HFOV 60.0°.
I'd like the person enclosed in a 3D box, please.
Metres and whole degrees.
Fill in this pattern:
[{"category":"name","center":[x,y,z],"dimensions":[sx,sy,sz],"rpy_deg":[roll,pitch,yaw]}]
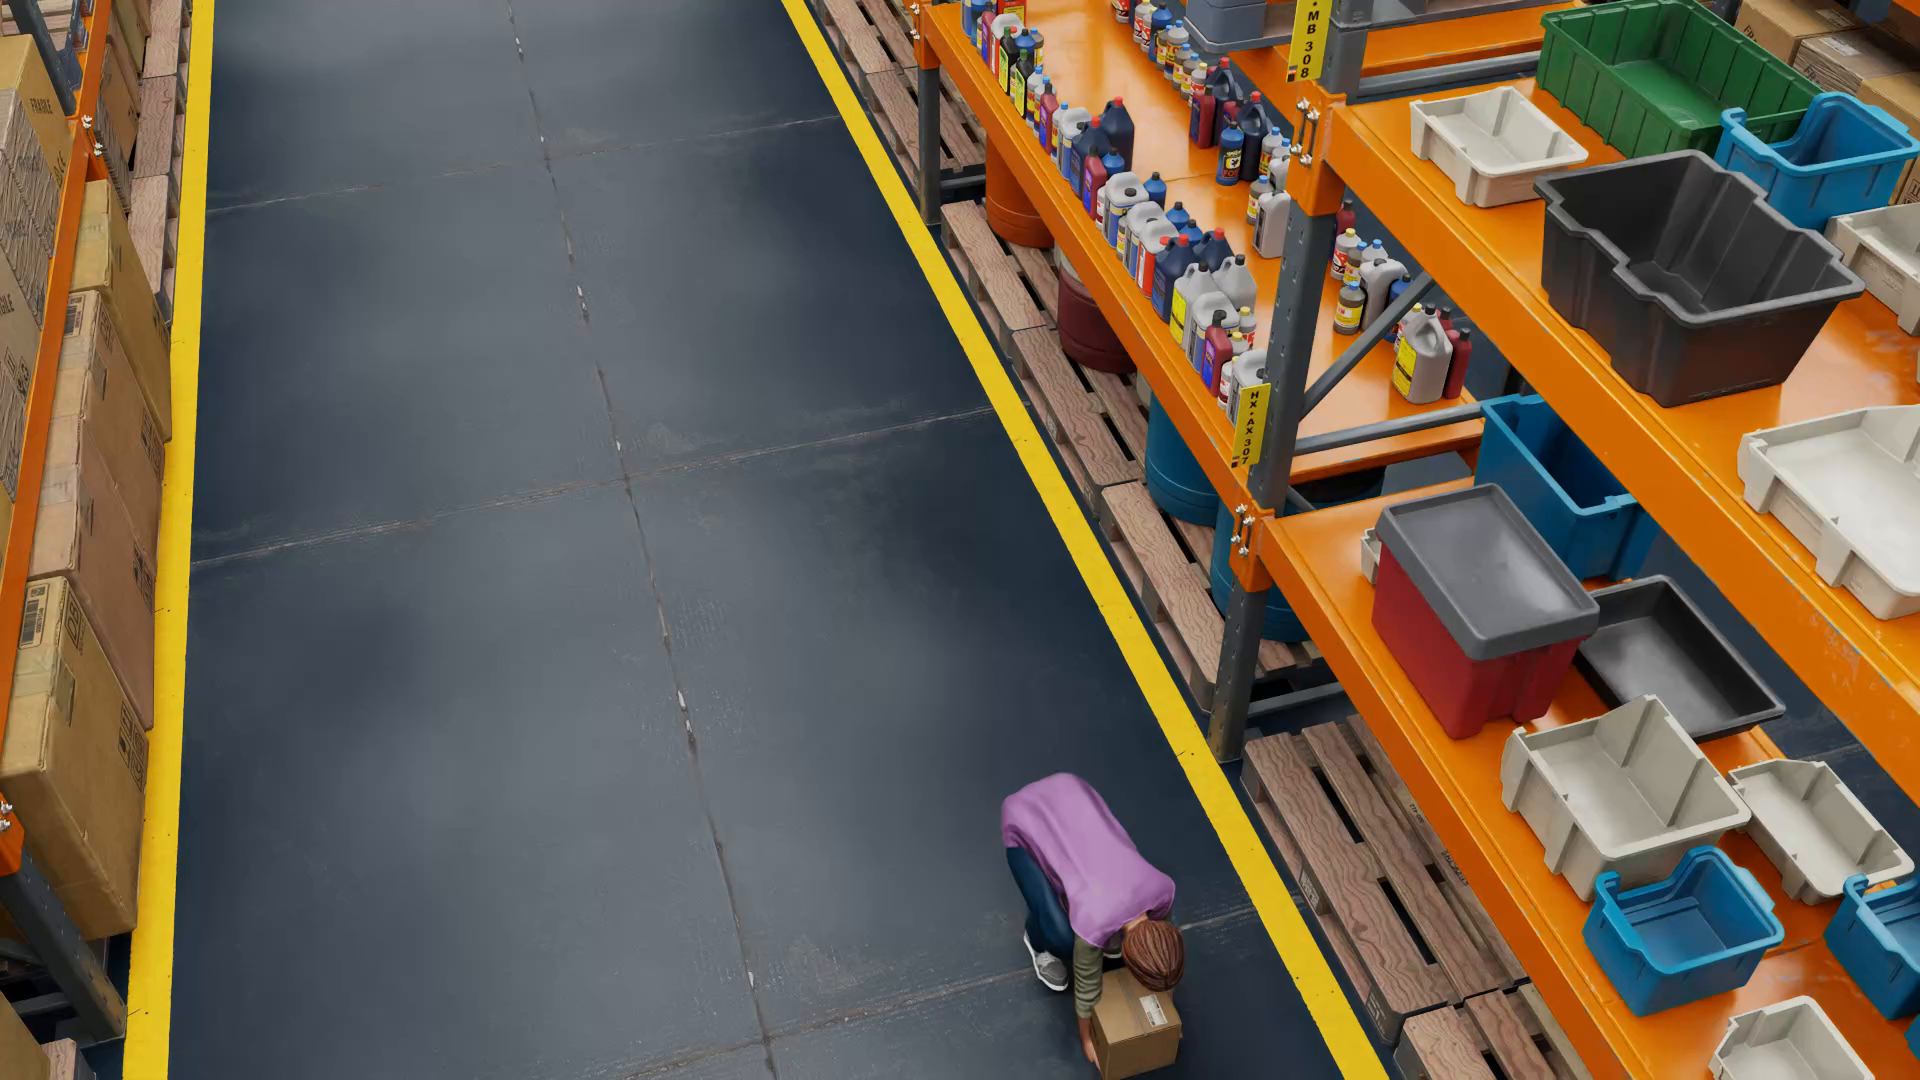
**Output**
[{"category":"person","center":[0.445,1.240,5.485],"dimensions":[0.422,0.767,0.873],"rpy_deg":[-19,46,-19]}]
